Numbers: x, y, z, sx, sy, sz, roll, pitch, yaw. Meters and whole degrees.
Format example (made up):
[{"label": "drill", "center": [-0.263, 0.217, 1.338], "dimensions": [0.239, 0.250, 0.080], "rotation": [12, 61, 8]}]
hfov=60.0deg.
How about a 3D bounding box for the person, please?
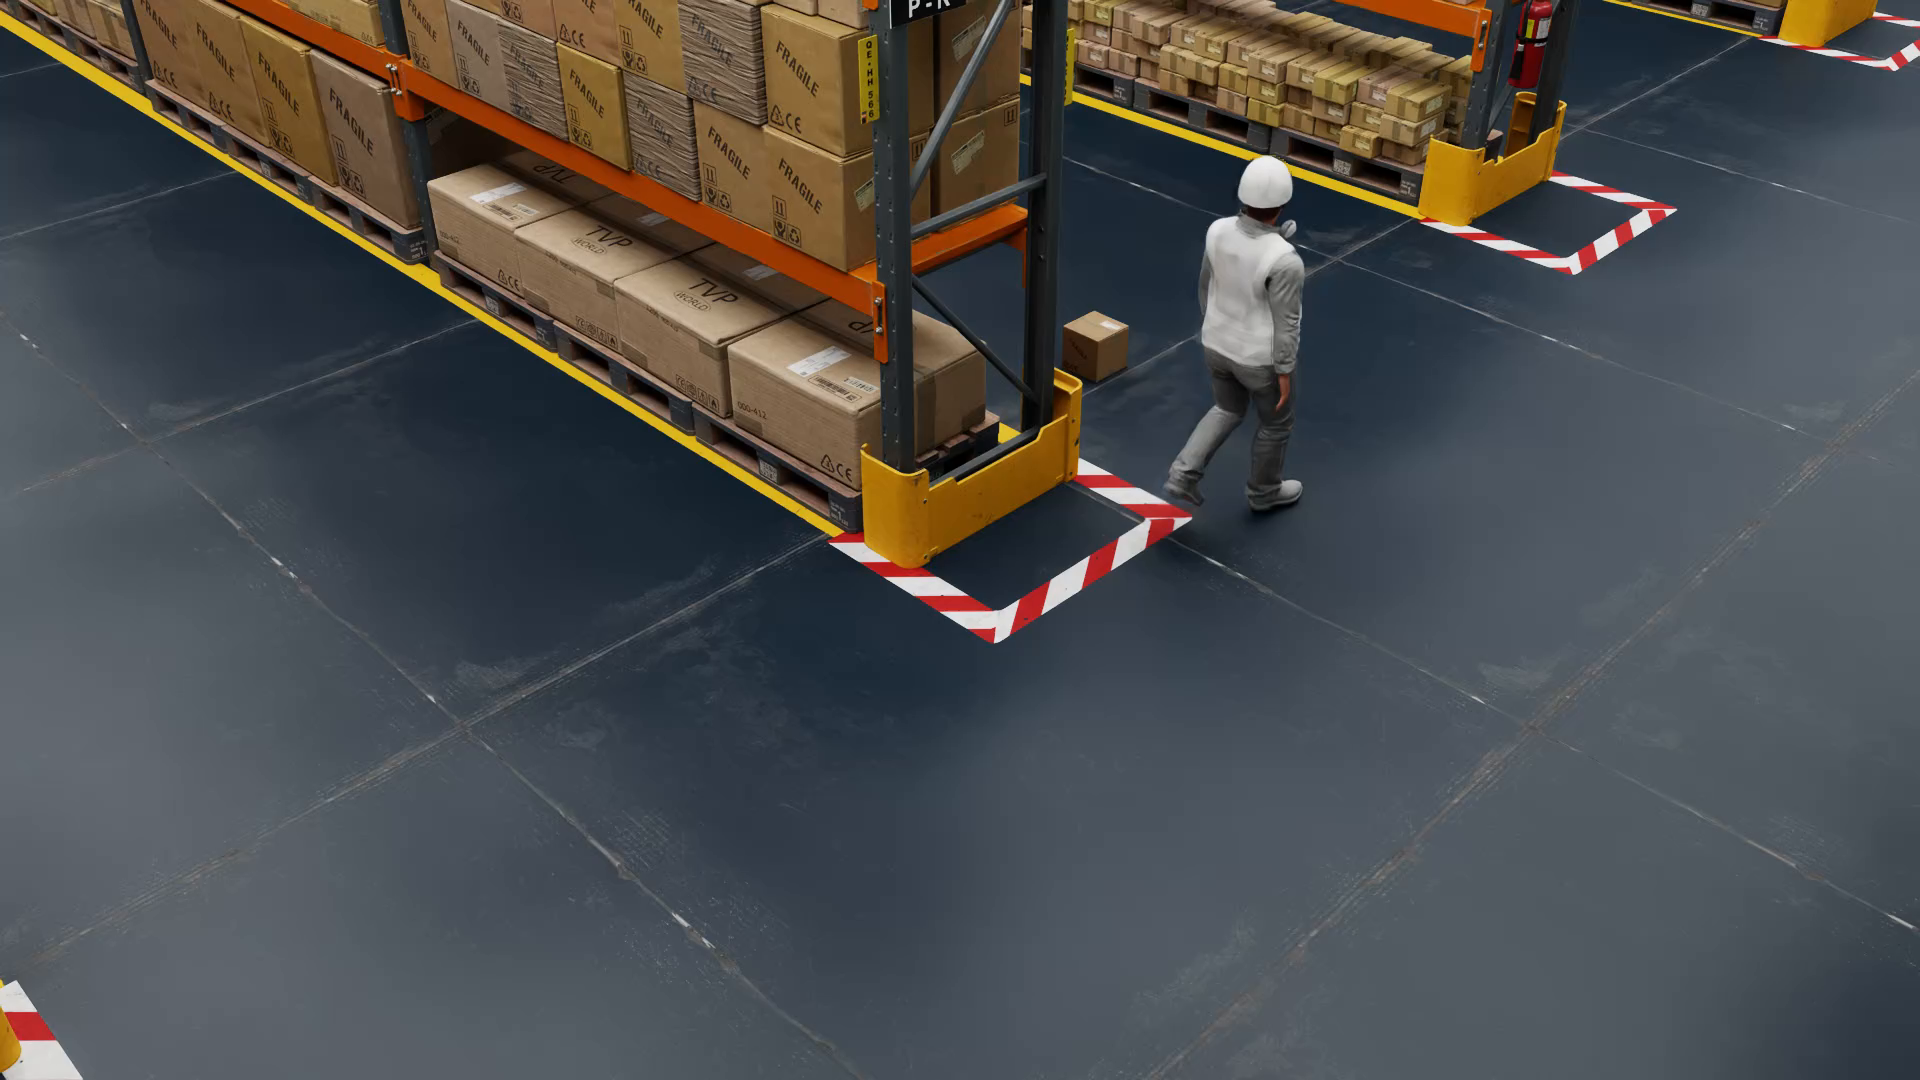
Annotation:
[{"label": "person", "center": [1.274, -0.858, 7.313], "dimensions": [0.753, 1.752, 0.561], "rotation": [-24, 42, -30]}]
